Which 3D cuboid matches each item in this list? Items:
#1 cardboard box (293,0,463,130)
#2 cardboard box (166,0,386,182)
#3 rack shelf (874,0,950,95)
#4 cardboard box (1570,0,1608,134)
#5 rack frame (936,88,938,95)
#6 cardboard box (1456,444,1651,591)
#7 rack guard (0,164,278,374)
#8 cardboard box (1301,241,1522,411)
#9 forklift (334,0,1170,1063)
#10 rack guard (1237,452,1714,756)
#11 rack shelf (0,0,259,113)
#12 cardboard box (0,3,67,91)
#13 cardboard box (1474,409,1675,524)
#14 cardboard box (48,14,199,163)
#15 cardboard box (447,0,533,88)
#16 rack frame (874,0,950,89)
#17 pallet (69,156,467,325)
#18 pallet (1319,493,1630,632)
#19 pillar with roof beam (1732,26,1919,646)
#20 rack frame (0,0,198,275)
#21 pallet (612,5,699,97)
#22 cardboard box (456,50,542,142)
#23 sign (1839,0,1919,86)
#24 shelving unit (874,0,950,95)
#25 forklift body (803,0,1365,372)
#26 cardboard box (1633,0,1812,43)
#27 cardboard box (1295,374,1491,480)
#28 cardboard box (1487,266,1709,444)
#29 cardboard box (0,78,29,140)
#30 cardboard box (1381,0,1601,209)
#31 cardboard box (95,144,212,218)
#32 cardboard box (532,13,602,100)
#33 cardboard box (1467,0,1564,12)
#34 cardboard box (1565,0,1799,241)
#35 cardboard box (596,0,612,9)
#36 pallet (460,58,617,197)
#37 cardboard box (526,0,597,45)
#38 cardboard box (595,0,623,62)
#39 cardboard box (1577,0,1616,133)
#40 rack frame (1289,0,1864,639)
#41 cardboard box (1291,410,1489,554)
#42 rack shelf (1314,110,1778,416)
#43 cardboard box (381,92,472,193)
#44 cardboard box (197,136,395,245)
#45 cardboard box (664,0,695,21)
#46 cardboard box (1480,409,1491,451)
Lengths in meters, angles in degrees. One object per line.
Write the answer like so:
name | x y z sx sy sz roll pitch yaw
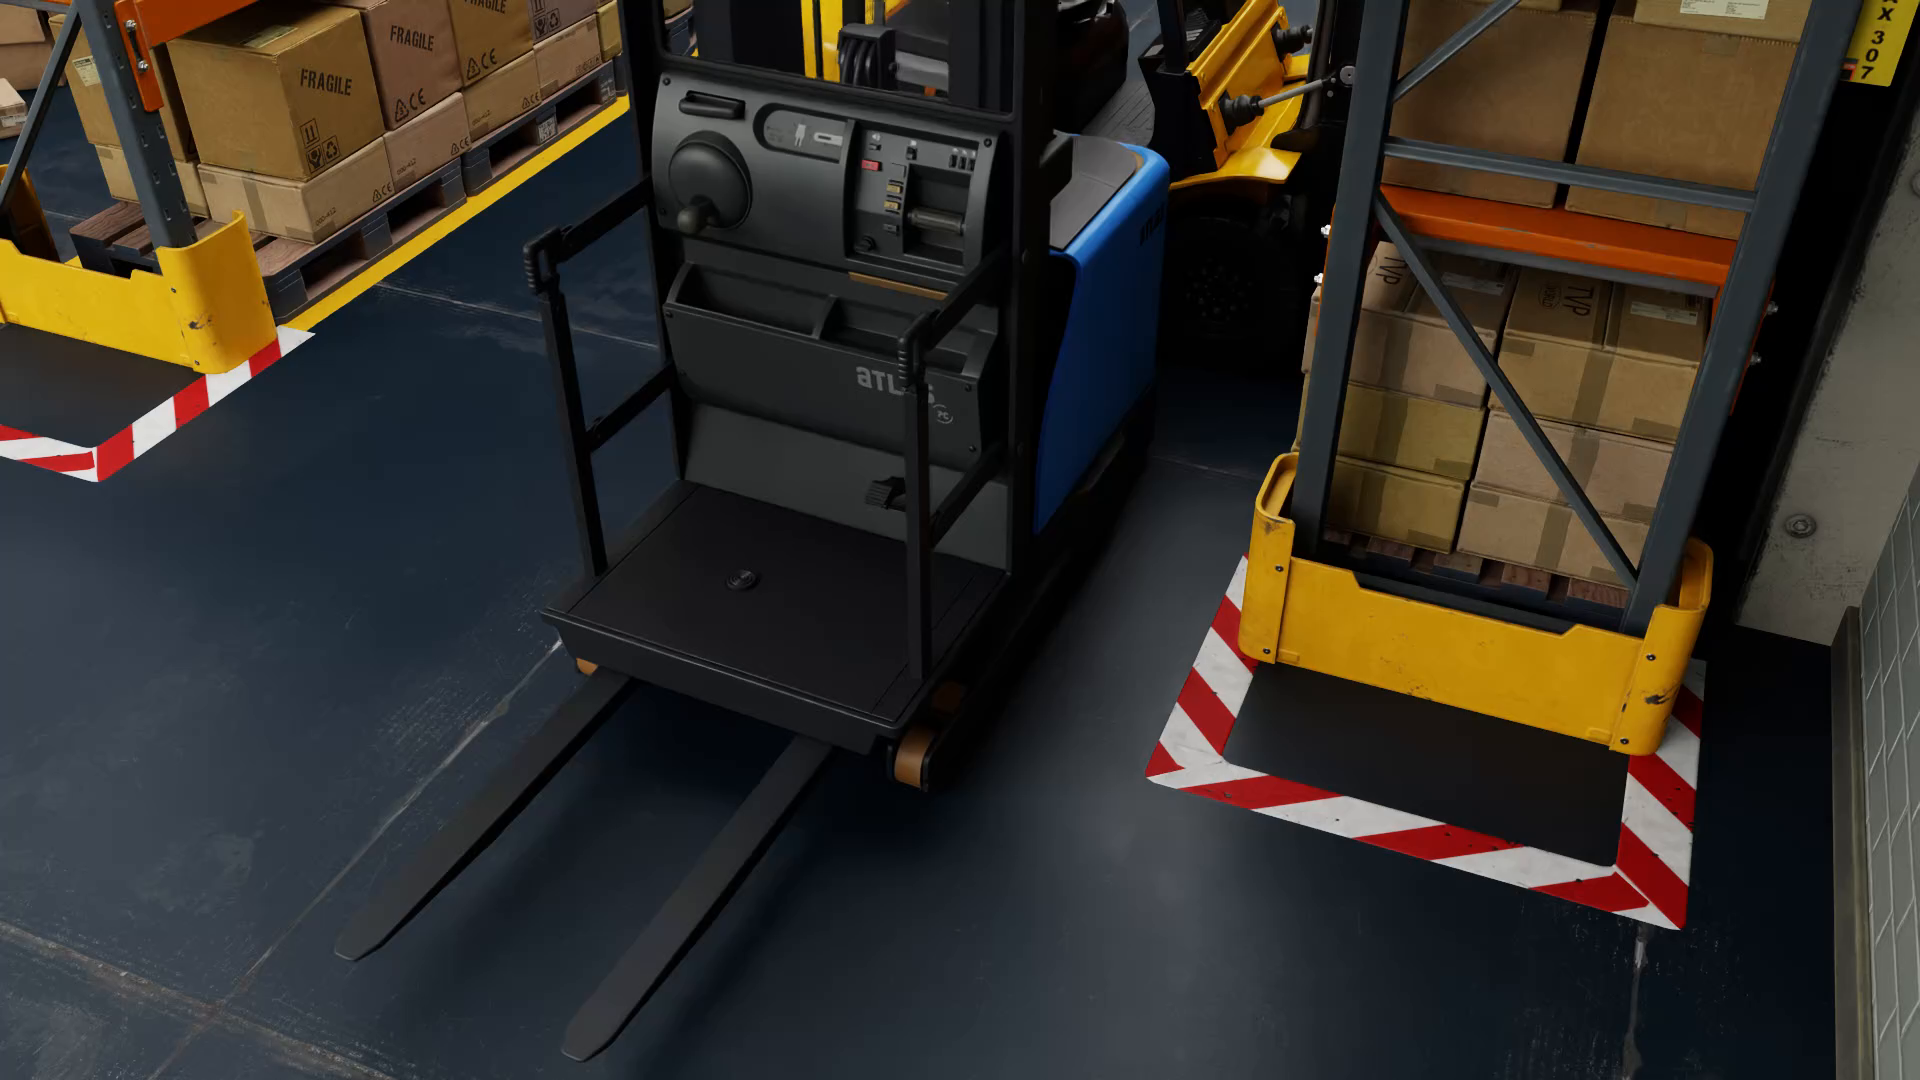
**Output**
cardboard box | -2.422 -2.033 6.784 0.500 0.500 0.500 12 39 16
cardboard box | -2.617 -1.743 6.395 0.500 0.500 0.500 13 39 16
rack shelf | -0.007 -1.533 5.525 0.431 0.518 0.480 17 40 15
cardboard box | 1.554 -1.507 4.678 0.500 0.500 0.500 15 39 19
rack frame | 0.087 -1.678 5.698 0.400 2.100 0.015 17 40 15
cardboard box | 1.771 -0.144 4.883 0.500 0.250 0.500 14 39 18
rack guard | -3.159 -1.019 6.196 1.175 0.500 0.348 14 39 18
cardboard box | 1.290 -0.643 4.716 0.500 0.250 0.500 15 39 19
forklift | -0.433 -0.821 3.901 1.130 2.935 3.031 16 40 20
rack guard | 1.394 0.165 4.612 1.175 0.500 0.348 14 39 18
rack shelf | -2.427 -2.798 7.088 1.077 0.370 4.000 14 39 18
cardboard box | -4.861 -2.528 8.211 0.797 0.503 0.637 -11 38 -14
cardboard box | 1.775 -0.330 4.714 0.500 0.250 0.500 15 39 19
cardboard box | -3.125 -1.849 6.537 0.500 0.500 0.500 14 39 18
cardboard box | -2.224 -2.309 7.153 0.500 0.500 0.500 15 39 19
rack frame | -0.099 -1.410 5.335 0.400 2.100 0.015 17 40 15
pallet | -2.817 -1.345 6.874 1.003 0.211 1.213 14 39 18
pallet | 1.656 -0.166 5.295 1.003 0.211 1.213 14 39 18
pillar with roof beam | -1.479 -4.414 3.638 9.100 9.000 0.400 14 39 18
rack frame | -3.188 -1.978 5.391 1.000 3.000 0.127 14 39 18
pallet | -1.889 -2.696 8.681 1.003 0.211 1.213 14 39 18
cardboard box | -2.228 -2.015 7.386 0.500 0.250 0.500 16 40 21
sign | 1.915 -1.098 3.425 0.100 0.325 0.005 14 39 18
shelving unit | -0.006 -1.544 5.516 0.431 2.100 0.503 17 40 15
forklift body | 0.438 -1.975 6.096 2.313 2.155 1.214 14 39 18
cardboard box | 1.773 -1.278 3.829 0.380 0.149 0.250 13 39 17
cardboard box | 1.300 -0.458 4.885 0.500 0.250 0.500 13 39 17
cardboard box | 1.761 -0.540 4.578 0.500 0.250 0.500 13 39 17
cardboard box | -4.558 -2.022 7.831 0.250 0.149 0.380 -25 43 -29
cardboard box | 1.348 -1.222 4.296 0.500 0.500 0.500 13 39 17
cardboard box | -3.120 -1.567 6.787 0.500 0.250 0.500 14 39 18
cardboard box | -2.034 -2.294 7.759 0.500 0.250 0.500 14 39 18
cardboard box | 1.276 -1.405 3.999 0.380 0.149 0.250 14 39 18
cardboard box | 1.849 -1.101 4.134 0.500 0.500 0.500 15 39 19
cardboard box | -1.835 -2.890 7.930 0.500 0.500 0.500 15 39 19
pallet | -2.352 -2.018 7.774 1.003 0.211 1.213 14 39 18
cardboard box | -2.028 -2.607 7.552 0.500 0.500 0.500 16 40 20
cardboard box | -1.836 -2.574 8.134 0.500 0.250 0.500 13 39 17
cardboard box | 2.027 -1.394 4.526 0.500 0.500 0.500 15 39 19
rack frame | 1.404 -0.850 3.881 1.000 3.000 0.127 14 39 18
cardboard box | 1.290 -0.249 5.023 0.500 0.250 0.500 14 39 18
rack shelf | 2.165 -1.669 5.578 1.077 0.370 4.000 14 39 18
cardboard box | -2.424 -1.710 6.978 0.500 0.250 0.500 15 39 19
cardboard box | -2.626 -1.429 6.602 0.500 0.250 0.500 14 39 17
cardboard box | -1.643 -2.871 8.532 0.500 0.250 0.500 16 40 20
cardboard box | 1.488 -0.522 5.389 0.500 0.250 0.500 14 39 18
